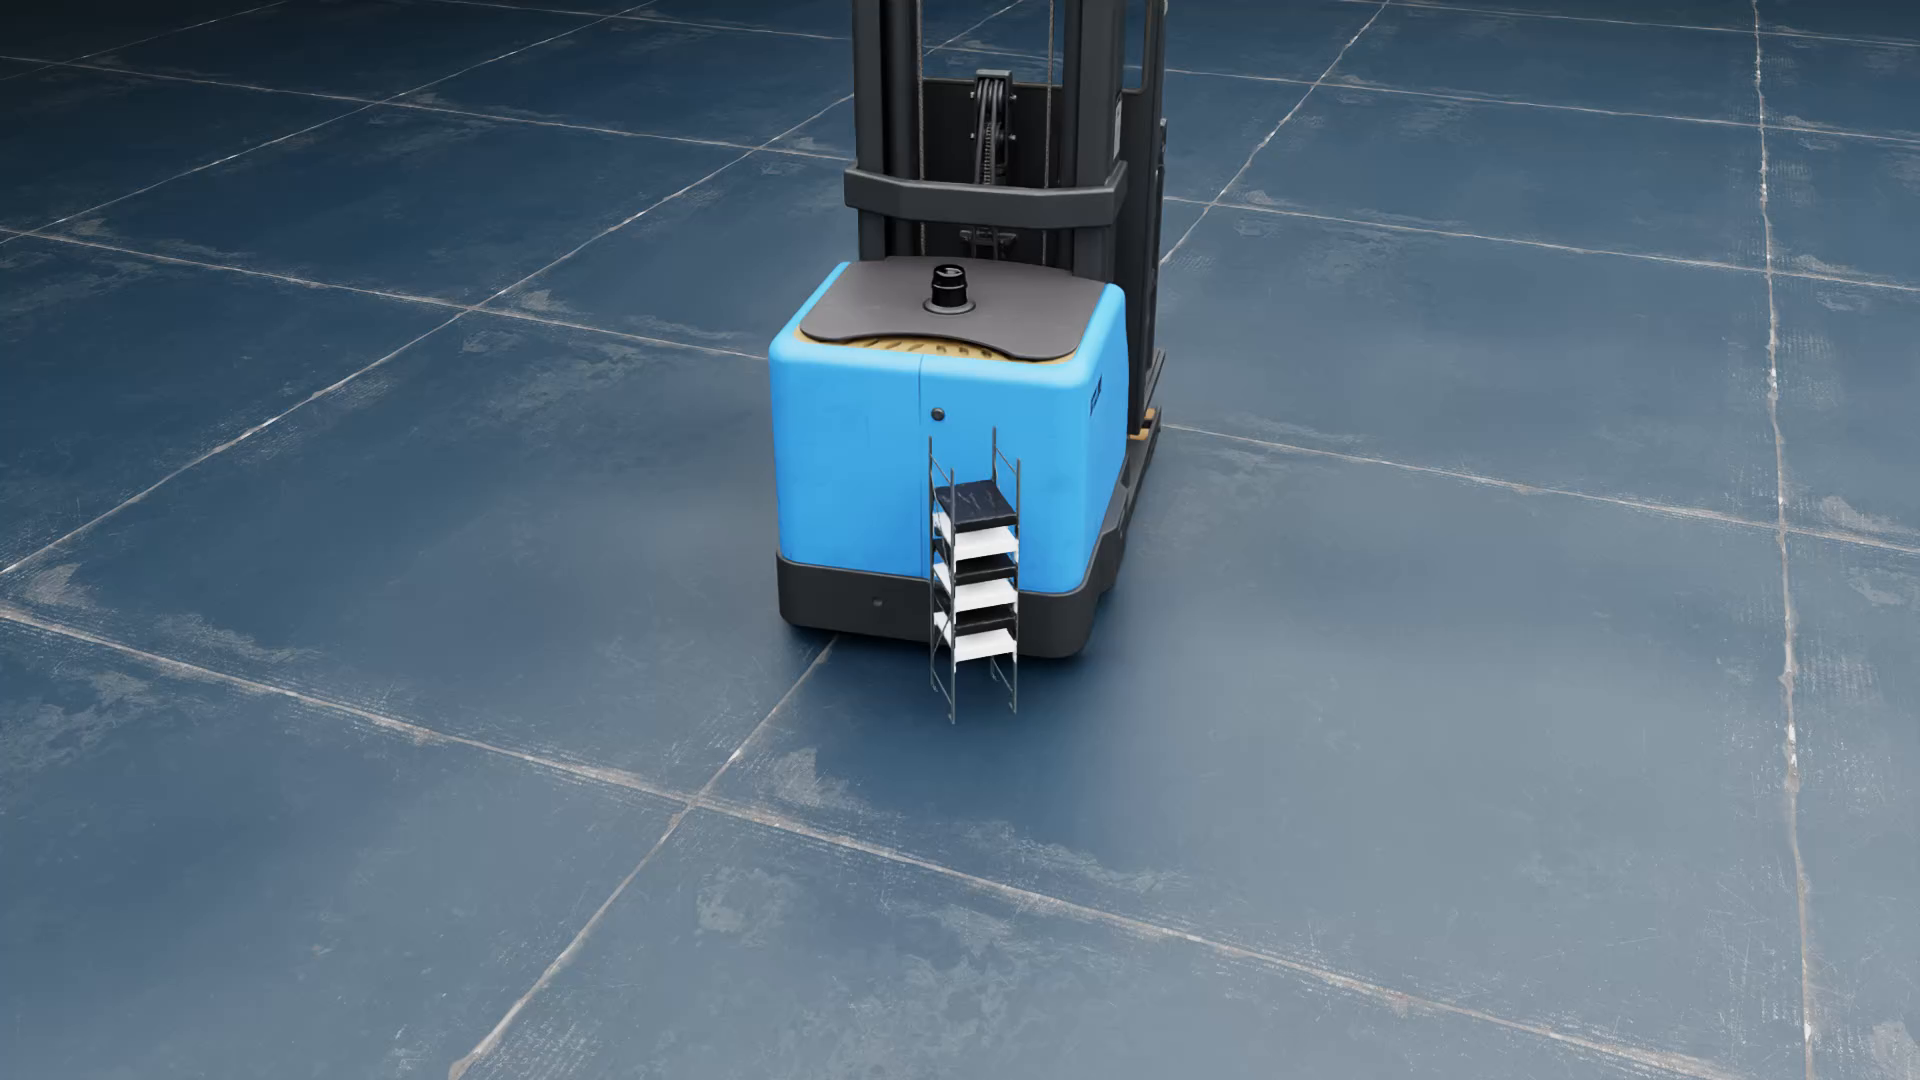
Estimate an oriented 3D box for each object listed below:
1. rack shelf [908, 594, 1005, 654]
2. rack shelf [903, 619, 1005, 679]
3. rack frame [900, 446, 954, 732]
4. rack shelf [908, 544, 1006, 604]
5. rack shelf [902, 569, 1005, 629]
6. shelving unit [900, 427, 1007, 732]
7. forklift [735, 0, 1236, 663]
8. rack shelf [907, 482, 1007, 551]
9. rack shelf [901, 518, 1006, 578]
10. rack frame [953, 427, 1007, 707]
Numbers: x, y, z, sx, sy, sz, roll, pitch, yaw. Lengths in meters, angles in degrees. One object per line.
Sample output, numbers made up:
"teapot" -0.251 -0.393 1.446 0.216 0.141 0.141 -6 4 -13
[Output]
"rack shelf" -0.020 0.236 5.169 0.200 0.077 0.258 -23 37 -34
"rack shelf" -0.020 0.314 5.213 0.200 0.077 0.258 -23 37 -34
"rack frame" -0.098 0.161 5.051 0.006 0.900 0.240 -23 37 -34
"rack shelf" -0.020 0.079 5.080 0.200 0.077 0.258 -23 37 -34
"rack shelf" -0.020 0.158 5.125 0.200 0.077 0.258 -23 37 -34
"shelving unit" -0.020 0.129 5.108 0.210 0.900 0.258 -23 37 -34
"forklift" 0.342 -1.580 6.067 1.130 2.935 3.031 13 32 21
"rack shelf" -0.020 -0.078 4.992 0.200 0.077 0.258 -23 37 -34
"rack shelf" -0.020 0.001 5.036 0.200 0.077 0.258 -23 37 -34
"rack frame" 0.057 0.096 5.165 0.006 0.900 0.240 -23 37 -34
